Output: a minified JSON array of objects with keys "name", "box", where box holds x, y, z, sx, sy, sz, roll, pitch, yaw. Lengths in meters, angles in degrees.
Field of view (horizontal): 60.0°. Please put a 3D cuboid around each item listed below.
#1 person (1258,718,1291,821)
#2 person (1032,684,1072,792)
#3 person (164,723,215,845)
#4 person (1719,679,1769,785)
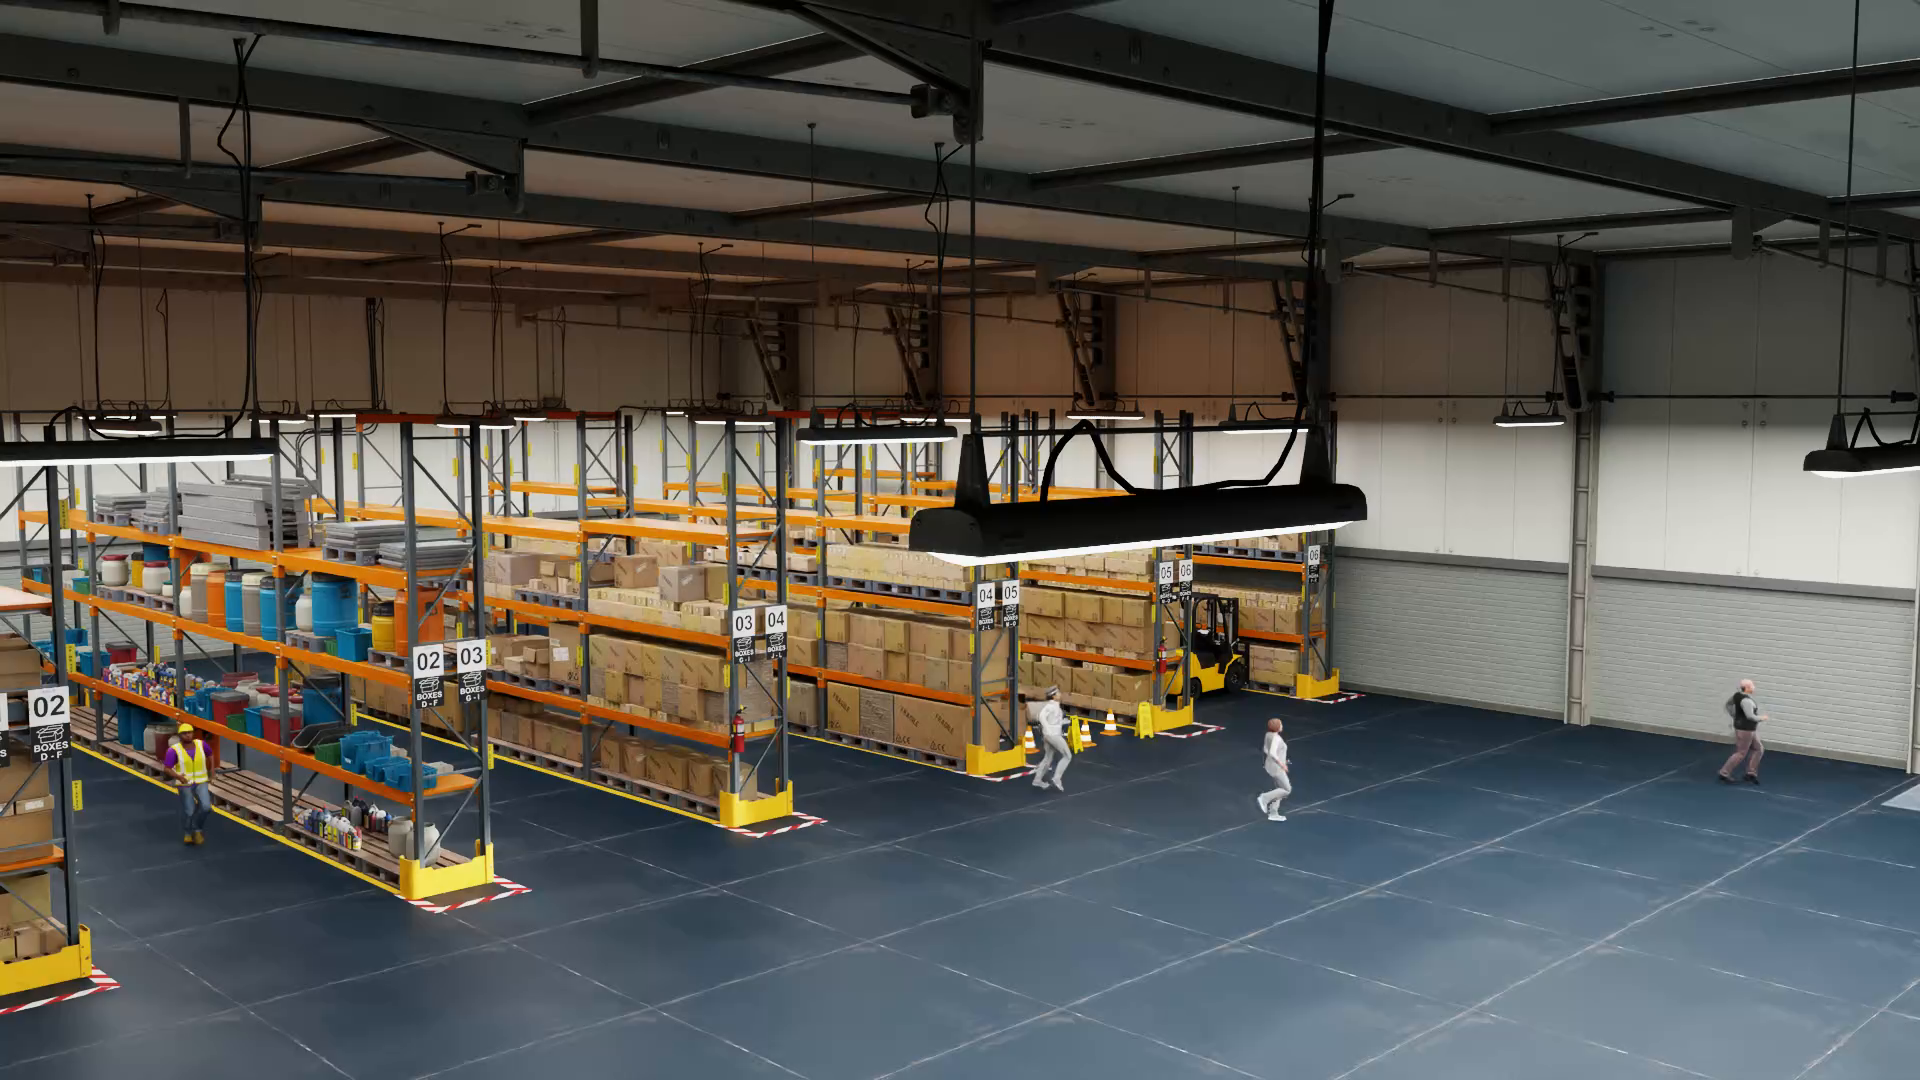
[{"name":"person","box":[4.668,3.415,24.734,0.547,1.554,0.537,-1,5,-9]},{"name":"person","box":[1.464,3.176,26.797,0.635,1.714,0.605,-1,5,-6]},{"name":"person","box":[-10.793,3.436,23.389,0.712,1.737,0.653,-4,6,-38]},{"name":"person","box":[12.756,3.139,27.054,0.734,1.770,0.658,1,5,15]}]
